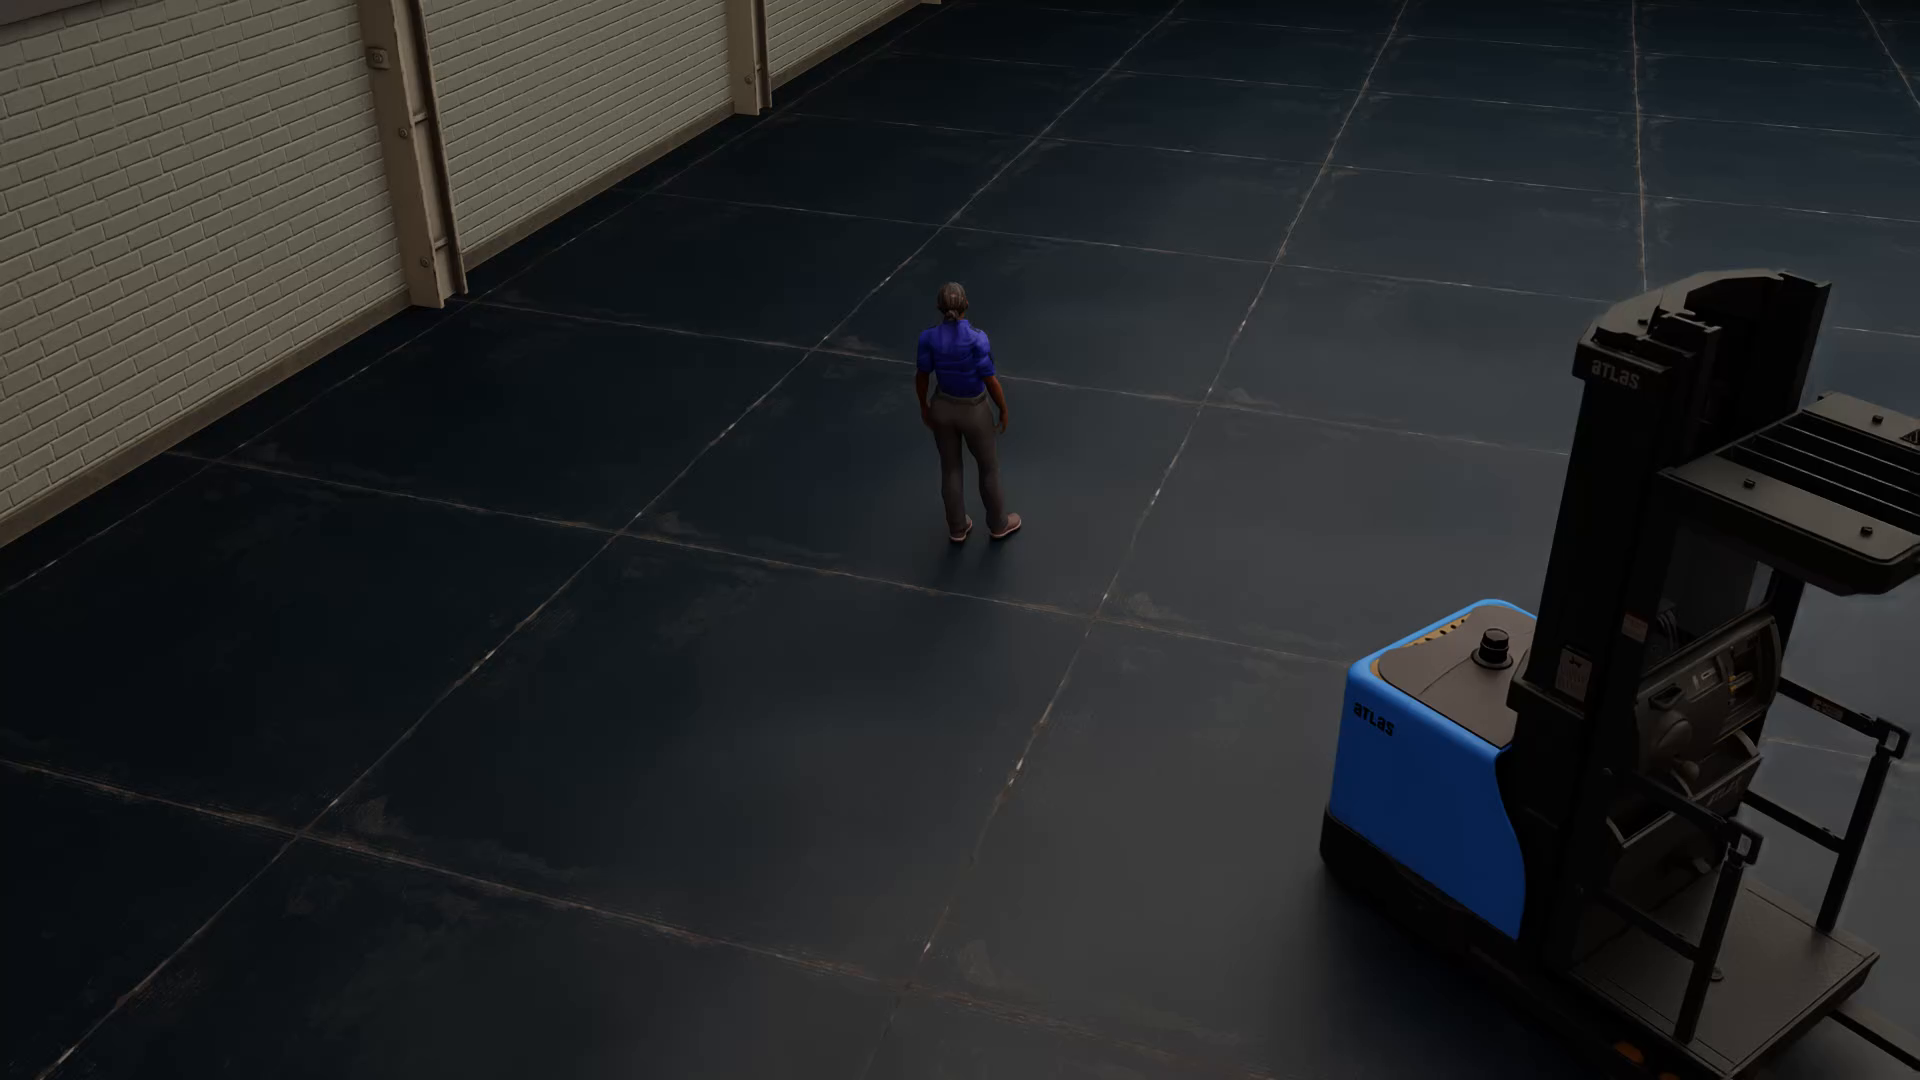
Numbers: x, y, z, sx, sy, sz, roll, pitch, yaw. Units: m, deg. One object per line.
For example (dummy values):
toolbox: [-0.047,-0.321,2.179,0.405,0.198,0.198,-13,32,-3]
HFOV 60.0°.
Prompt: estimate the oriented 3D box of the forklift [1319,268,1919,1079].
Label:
forklift: [2.904,0.629,6.033,1.130,2.935,3.031,-20,35,-31]

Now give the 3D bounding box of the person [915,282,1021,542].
person: [0.047,-0.763,9.749,0.569,1.656,0.503,10,31,16]
